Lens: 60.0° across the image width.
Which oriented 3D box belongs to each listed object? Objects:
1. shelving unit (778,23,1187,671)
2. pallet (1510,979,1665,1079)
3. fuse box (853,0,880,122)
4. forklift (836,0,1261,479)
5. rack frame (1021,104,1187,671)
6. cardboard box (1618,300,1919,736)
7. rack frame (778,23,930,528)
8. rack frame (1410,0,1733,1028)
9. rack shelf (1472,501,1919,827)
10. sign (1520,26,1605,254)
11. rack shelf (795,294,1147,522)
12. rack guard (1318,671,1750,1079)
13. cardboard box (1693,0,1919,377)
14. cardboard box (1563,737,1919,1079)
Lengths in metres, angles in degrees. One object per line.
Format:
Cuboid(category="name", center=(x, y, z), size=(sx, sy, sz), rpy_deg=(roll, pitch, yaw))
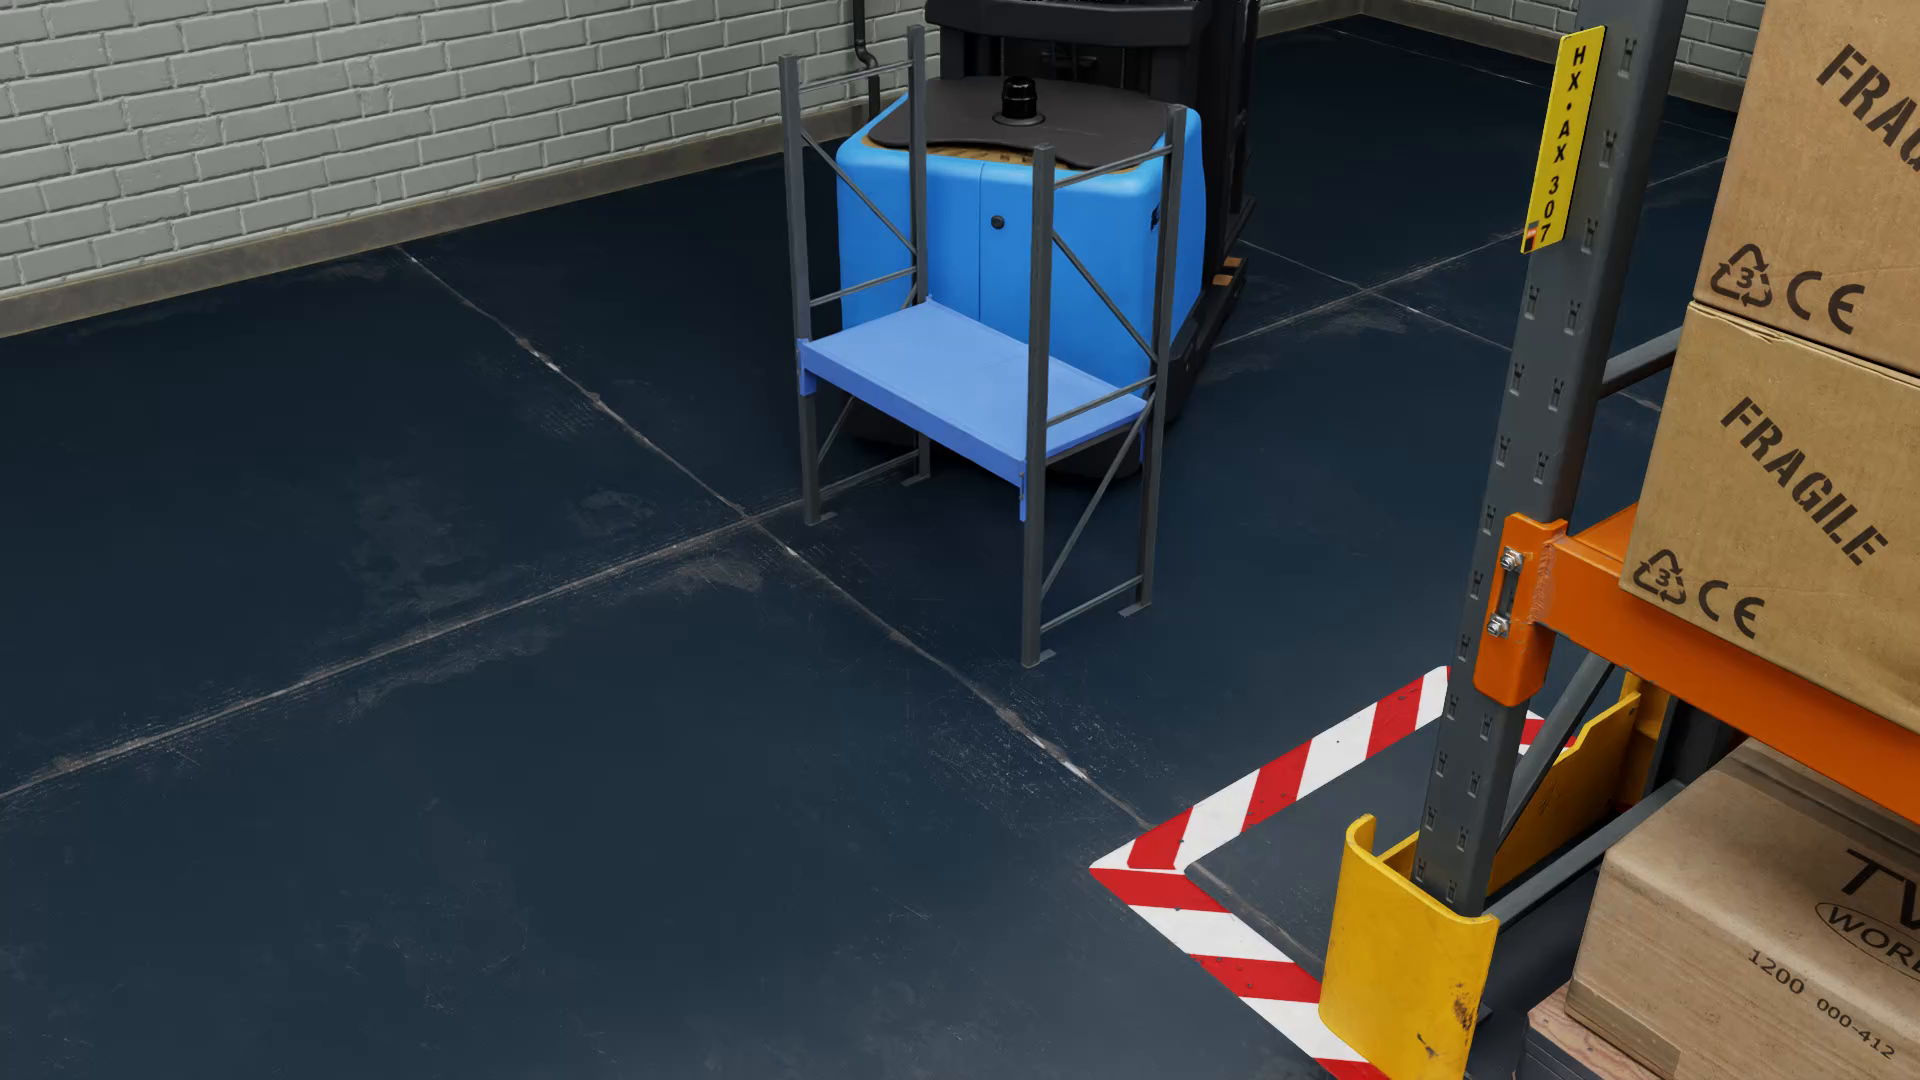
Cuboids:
Cuboid(category="shelving unit", center=(0.035, -0.565, 4.739), size=(0.538, 1.500, 1.048), rpy_deg=(-25, 39, -34))
Cuboid(category="pallet", center=(1.883, 1.130, 3.231), size=(1.003, 0.211, 1.213), rpy_deg=(-22, 38, -31))
Cuboid(category="fuse box", center=(-0.396, -2.776, 8.099), size=(0.539, 1.711, 0.414), rpy_deg=(-22, 38, -31))
Cuboid(category="forklift", center=(0.555, -2.212, 6.033), size=(1.130, 2.935, 3.031), rpy_deg=(10, 33, 16))
Cuboid(category="rack frame", center=(0.369, -0.363, 4.413), size=(0.500, 1.500, 0.032), rpy_deg=(-25, 39, -34))
Cuboid(category="cardboard box", center=(1.399, -0.112, 2.493), size=(0.500, 0.500, 0.500), rpy_deg=(-23, 38, -32))
Cuboid(category="rack frame", center=(-0.299, -0.767, 5.064), size=(0.500, 1.500, 0.032), rpy_deg=(-25, 39, -34))
Cuboid(category="rack frame", center=(1.331, -0.363, 2.991), size=(1.000, 3.000, 0.127), rpy_deg=(-22, 38, -31))
Cuboid(category="rack shelf", center=(2.557, 0.777, 1.838), size=(1.077, 0.370, 4.000), rpy_deg=(-22, 38, -31))
Cuboid(category="sign", center=(0.889, -0.587, 2.456), size=(0.100, 0.325, 0.005), rpy_deg=(-22, 38, -31))
Cuboid(category="rack shelf", center=(0.035, -0.412, 4.833), size=(0.538, 0.185, 1.000), rpy_deg=(-25, 39, -34))
Cuboid(category="rack guard", center=(1.316, 0.689, 3.666), size=(1.175, 0.500, 0.348), rpy_deg=(-22, 38, -31))
Cuboid(category="cardboard box", center=(1.400, -0.538, 2.230), size=(0.500, 0.500, 0.500), rpy_deg=(-23, 39, -32))
Cuboid(category="cardboard box", center=(1.815, 0.790, 3.165), size=(0.875, 0.438, 0.875), rpy_deg=(-24, 39, -33))
